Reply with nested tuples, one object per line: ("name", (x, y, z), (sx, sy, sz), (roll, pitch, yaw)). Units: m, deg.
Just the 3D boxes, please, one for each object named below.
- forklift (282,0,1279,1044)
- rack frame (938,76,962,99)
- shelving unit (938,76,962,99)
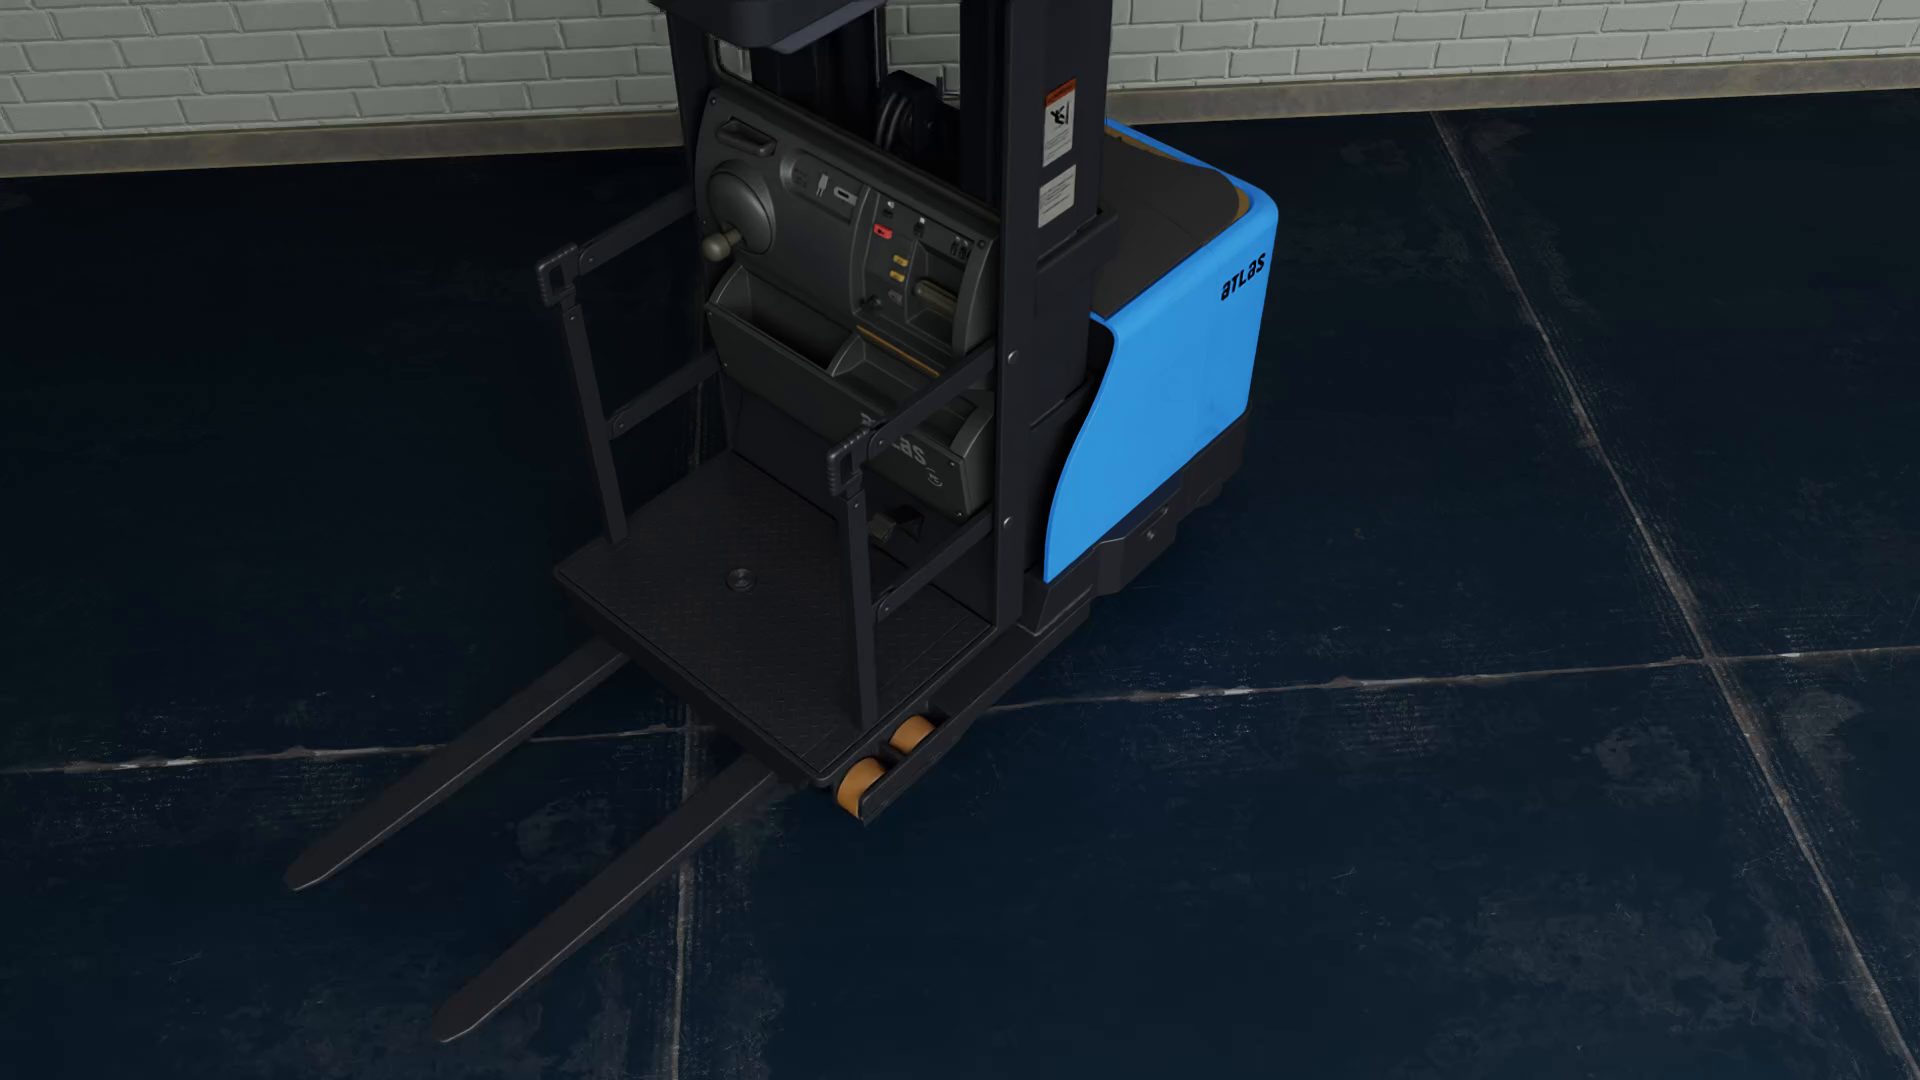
("forklift", (-0.436, -0.671, 3.867), (1.130, 2.935, 3.031), (33, 55, 27))
("rack frame", (0.046, -1.198, 5.765), (0.240, 0.900, 0.006), (7, 47, 6))
("shelving unit", (0.030, -1.125, 5.696), (0.258, 0.900, 0.210), (7, 47, 6))
